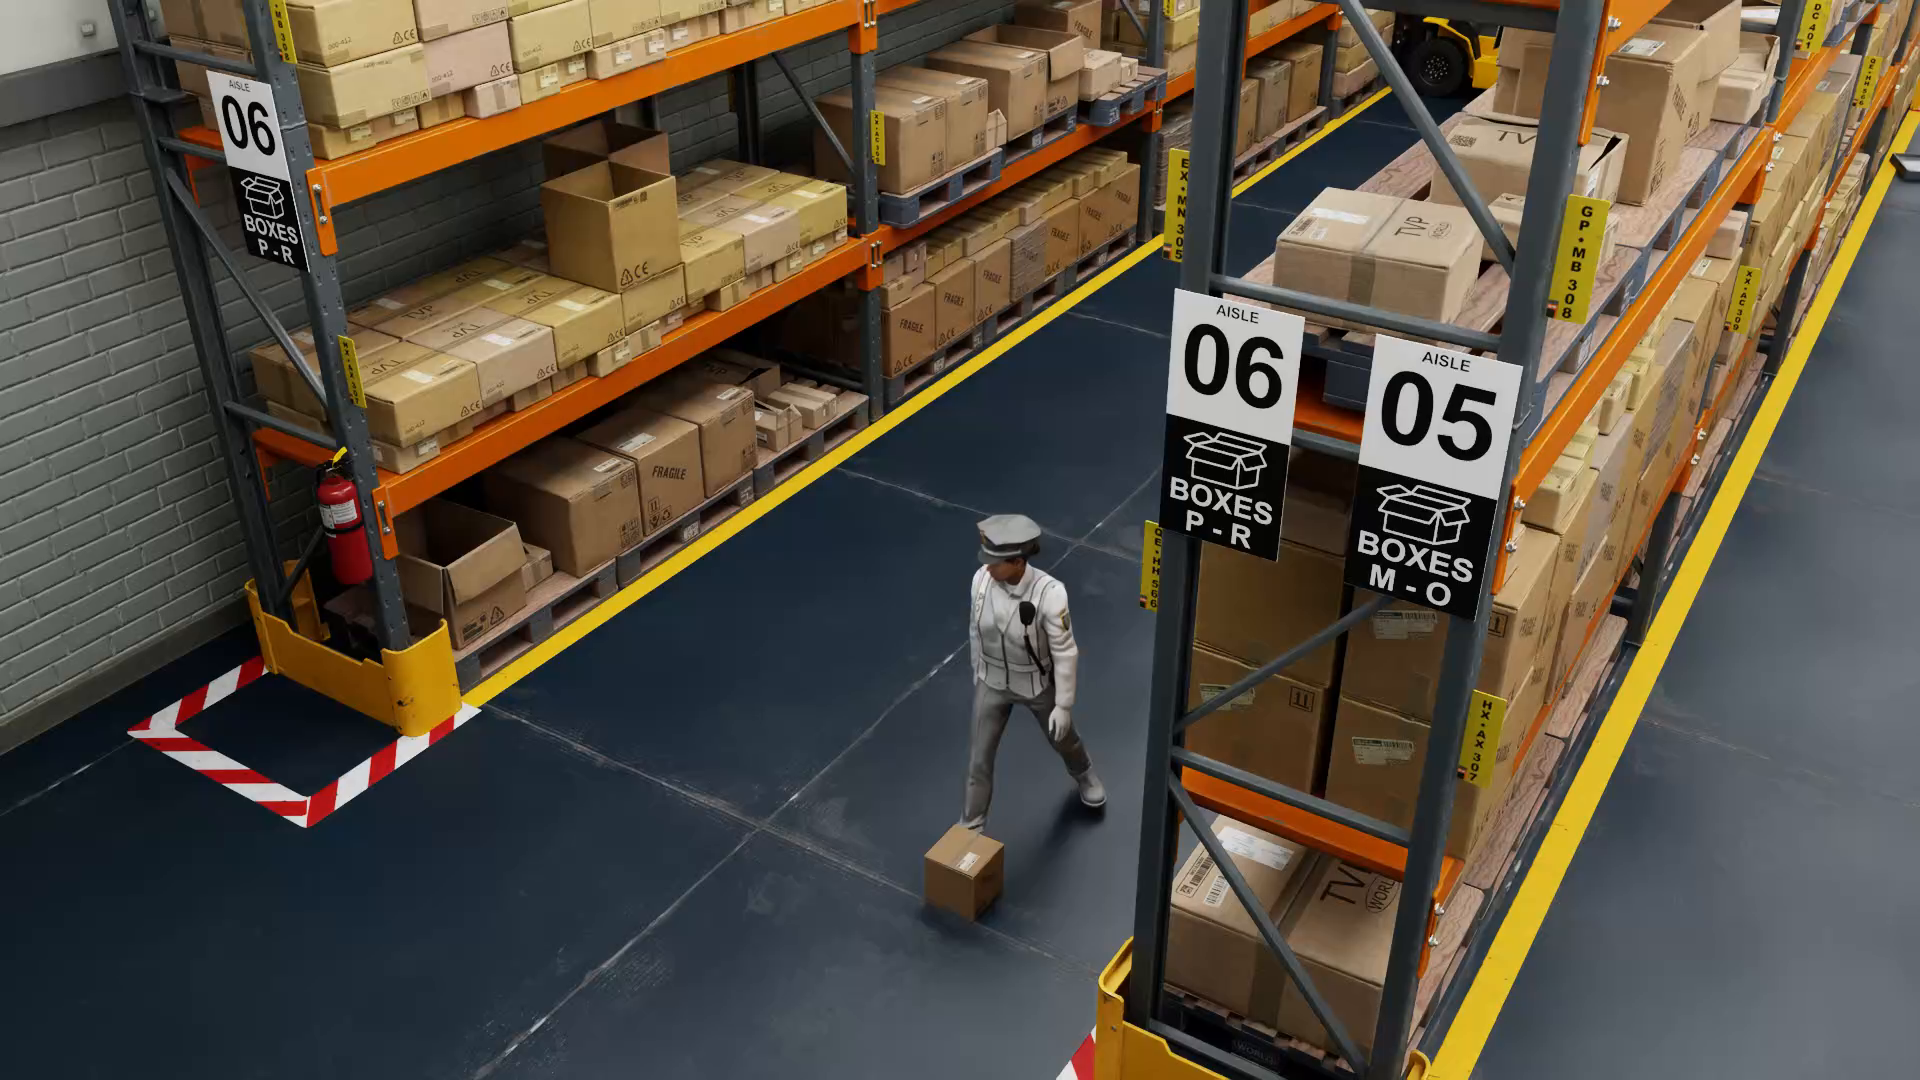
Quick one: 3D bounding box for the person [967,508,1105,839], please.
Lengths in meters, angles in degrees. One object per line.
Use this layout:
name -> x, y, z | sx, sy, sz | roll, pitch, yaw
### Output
person -> 0.293, 0.596, 7.141 | 0.576, 1.656, 0.804 | 13, 33, 21
